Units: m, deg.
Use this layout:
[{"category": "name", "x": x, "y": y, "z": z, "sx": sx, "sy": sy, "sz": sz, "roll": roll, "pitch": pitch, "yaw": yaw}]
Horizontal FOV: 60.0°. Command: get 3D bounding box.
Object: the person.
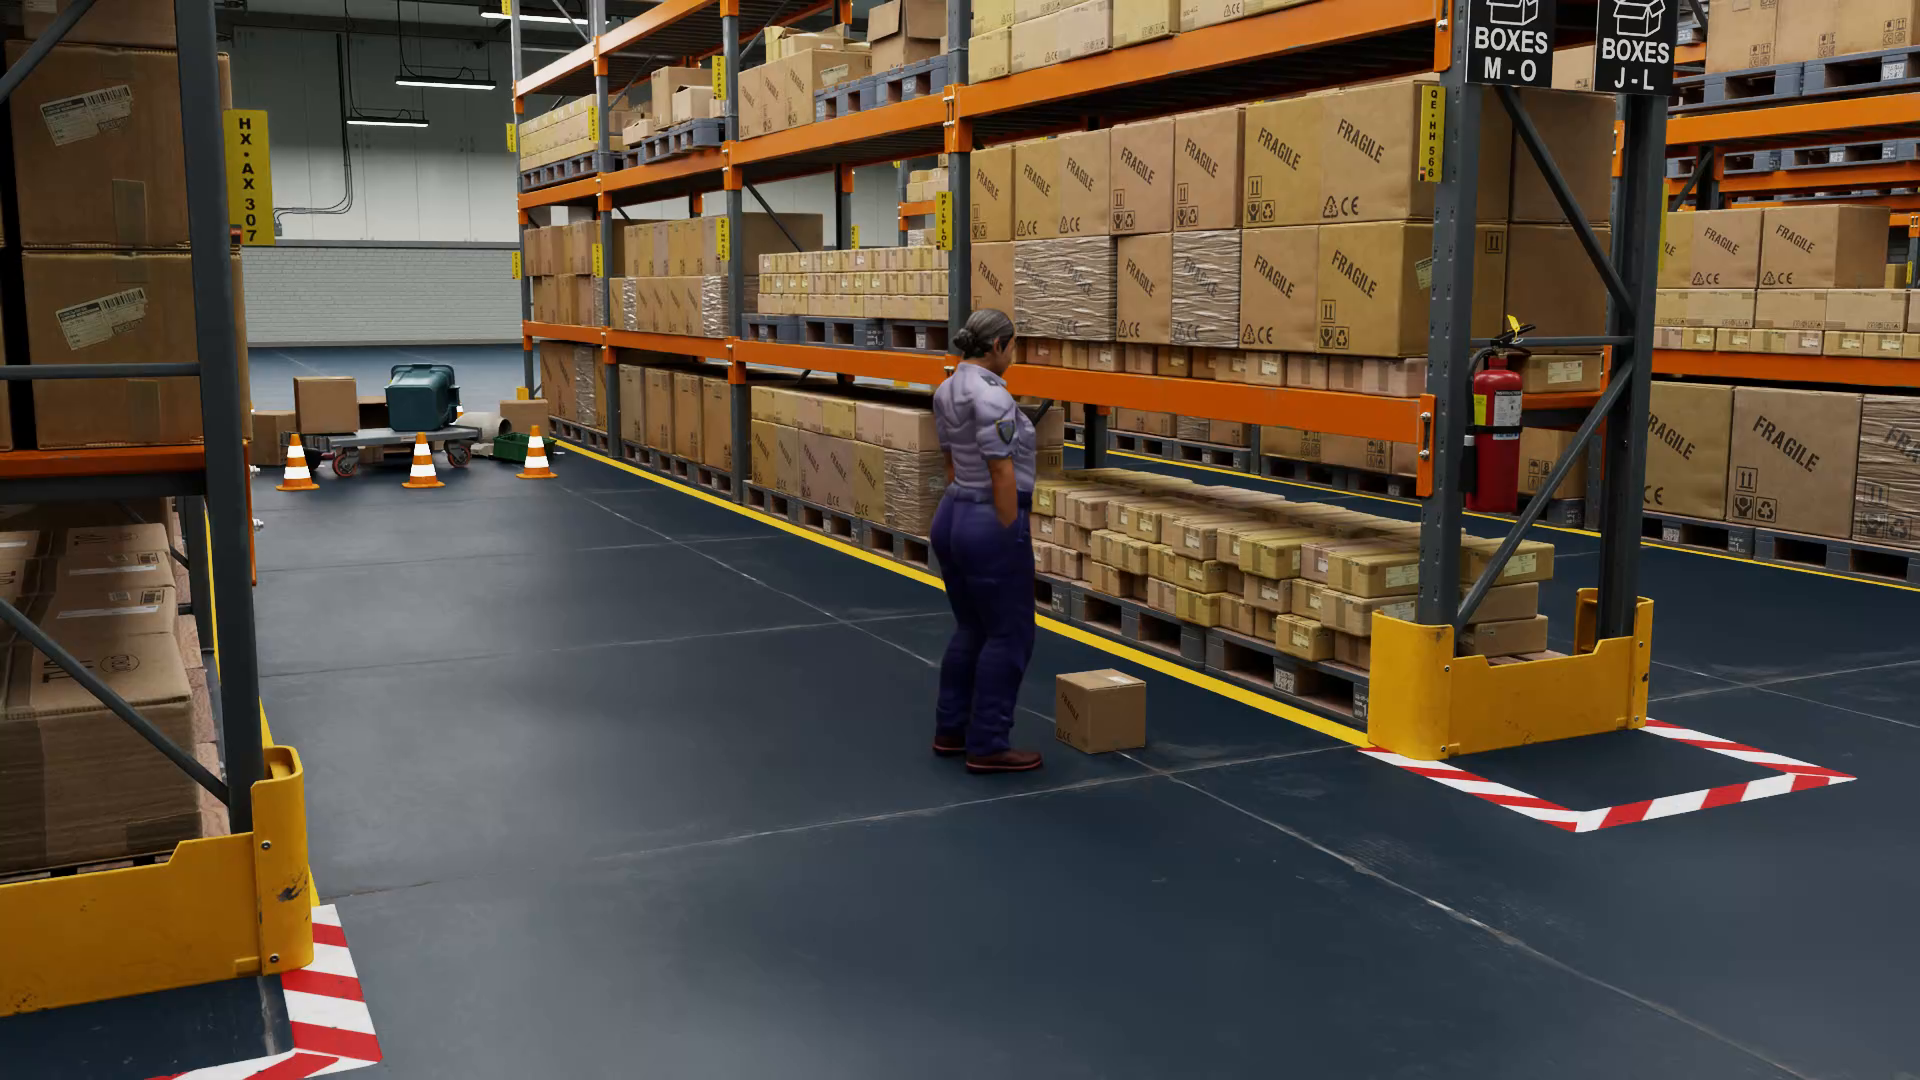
[{"category": "person", "x": 0.081, "y": -0.006, "z": 5.989, "sx": 0.339, "sy": 1.640, "sz": 0.474, "roll": -4, "pitch": 10, "yaw": -25}]
